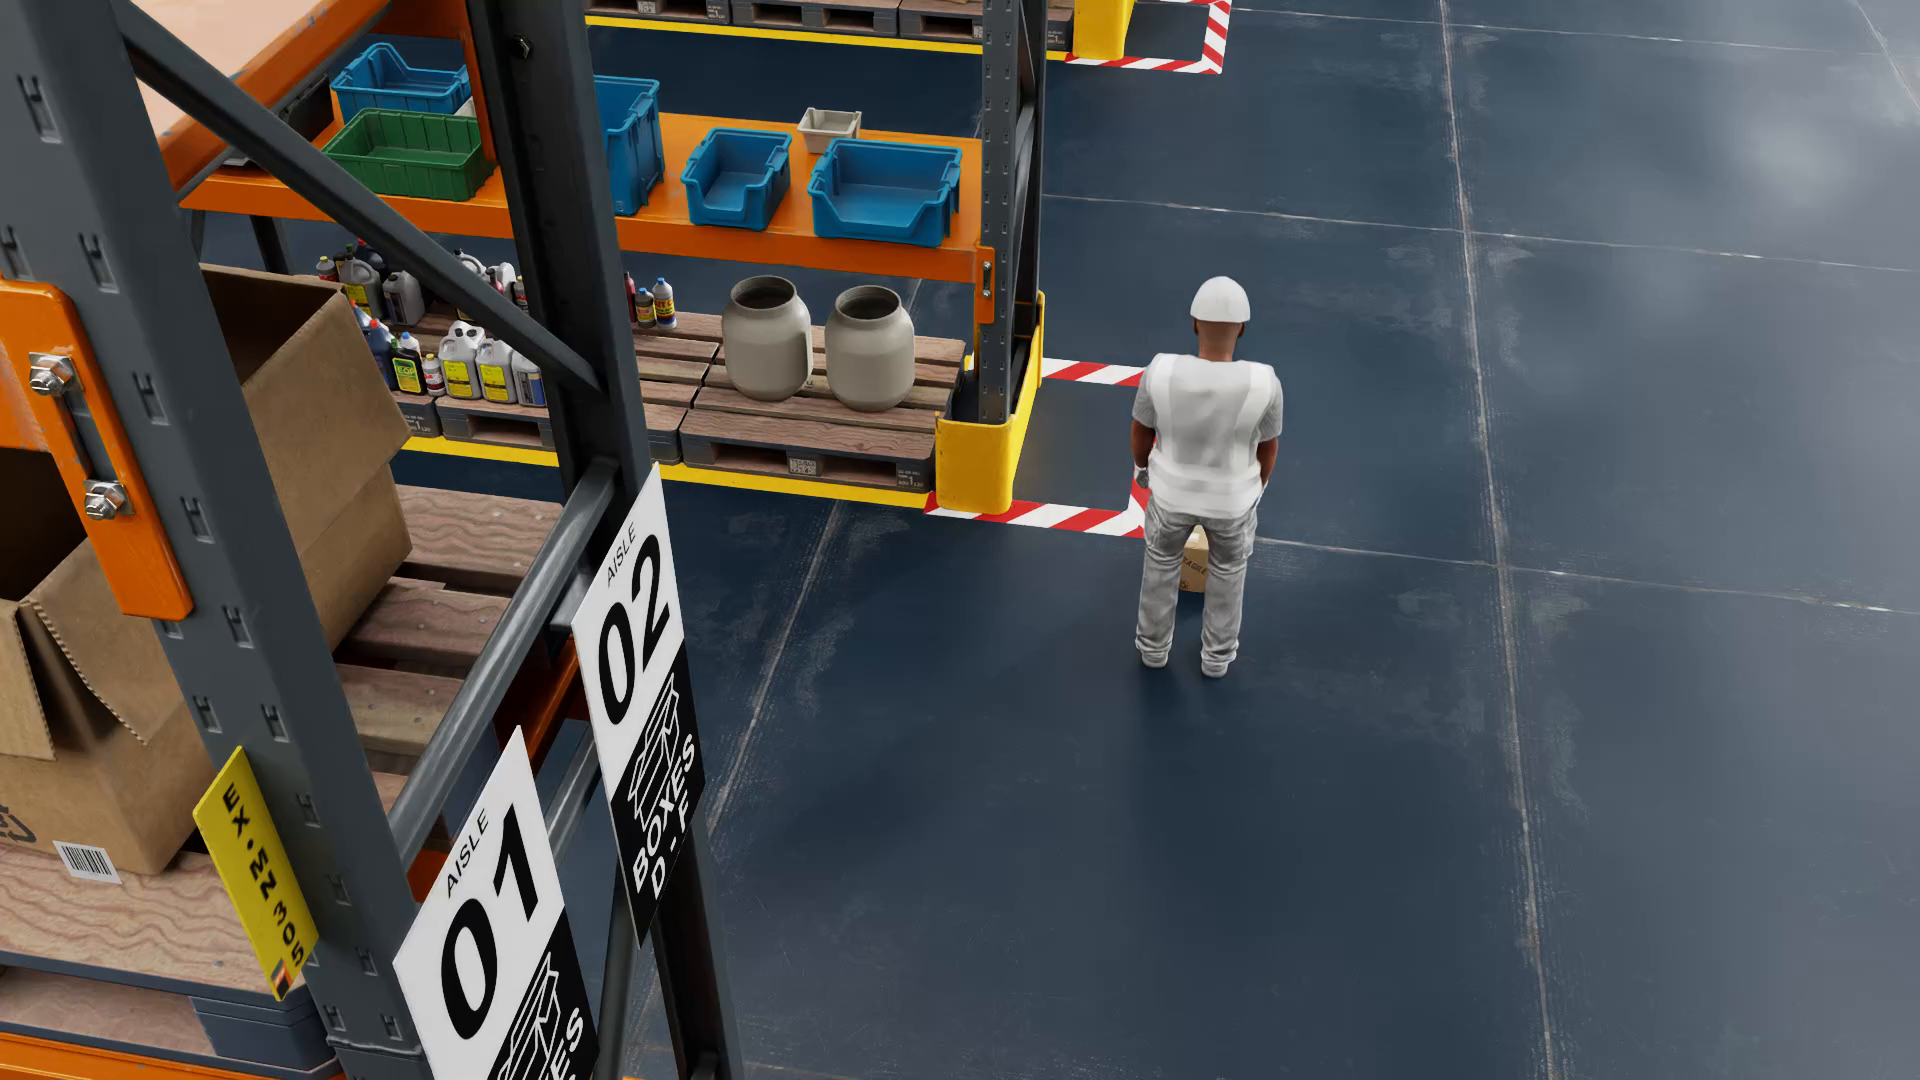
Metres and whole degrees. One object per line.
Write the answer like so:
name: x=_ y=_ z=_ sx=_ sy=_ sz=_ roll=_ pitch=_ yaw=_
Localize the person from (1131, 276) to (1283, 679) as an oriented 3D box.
person: x=0.921 y=-0.211 z=6.406 sx=0.557 sy=1.763 sz=0.389 roll=9 pitch=41 yaw=10
